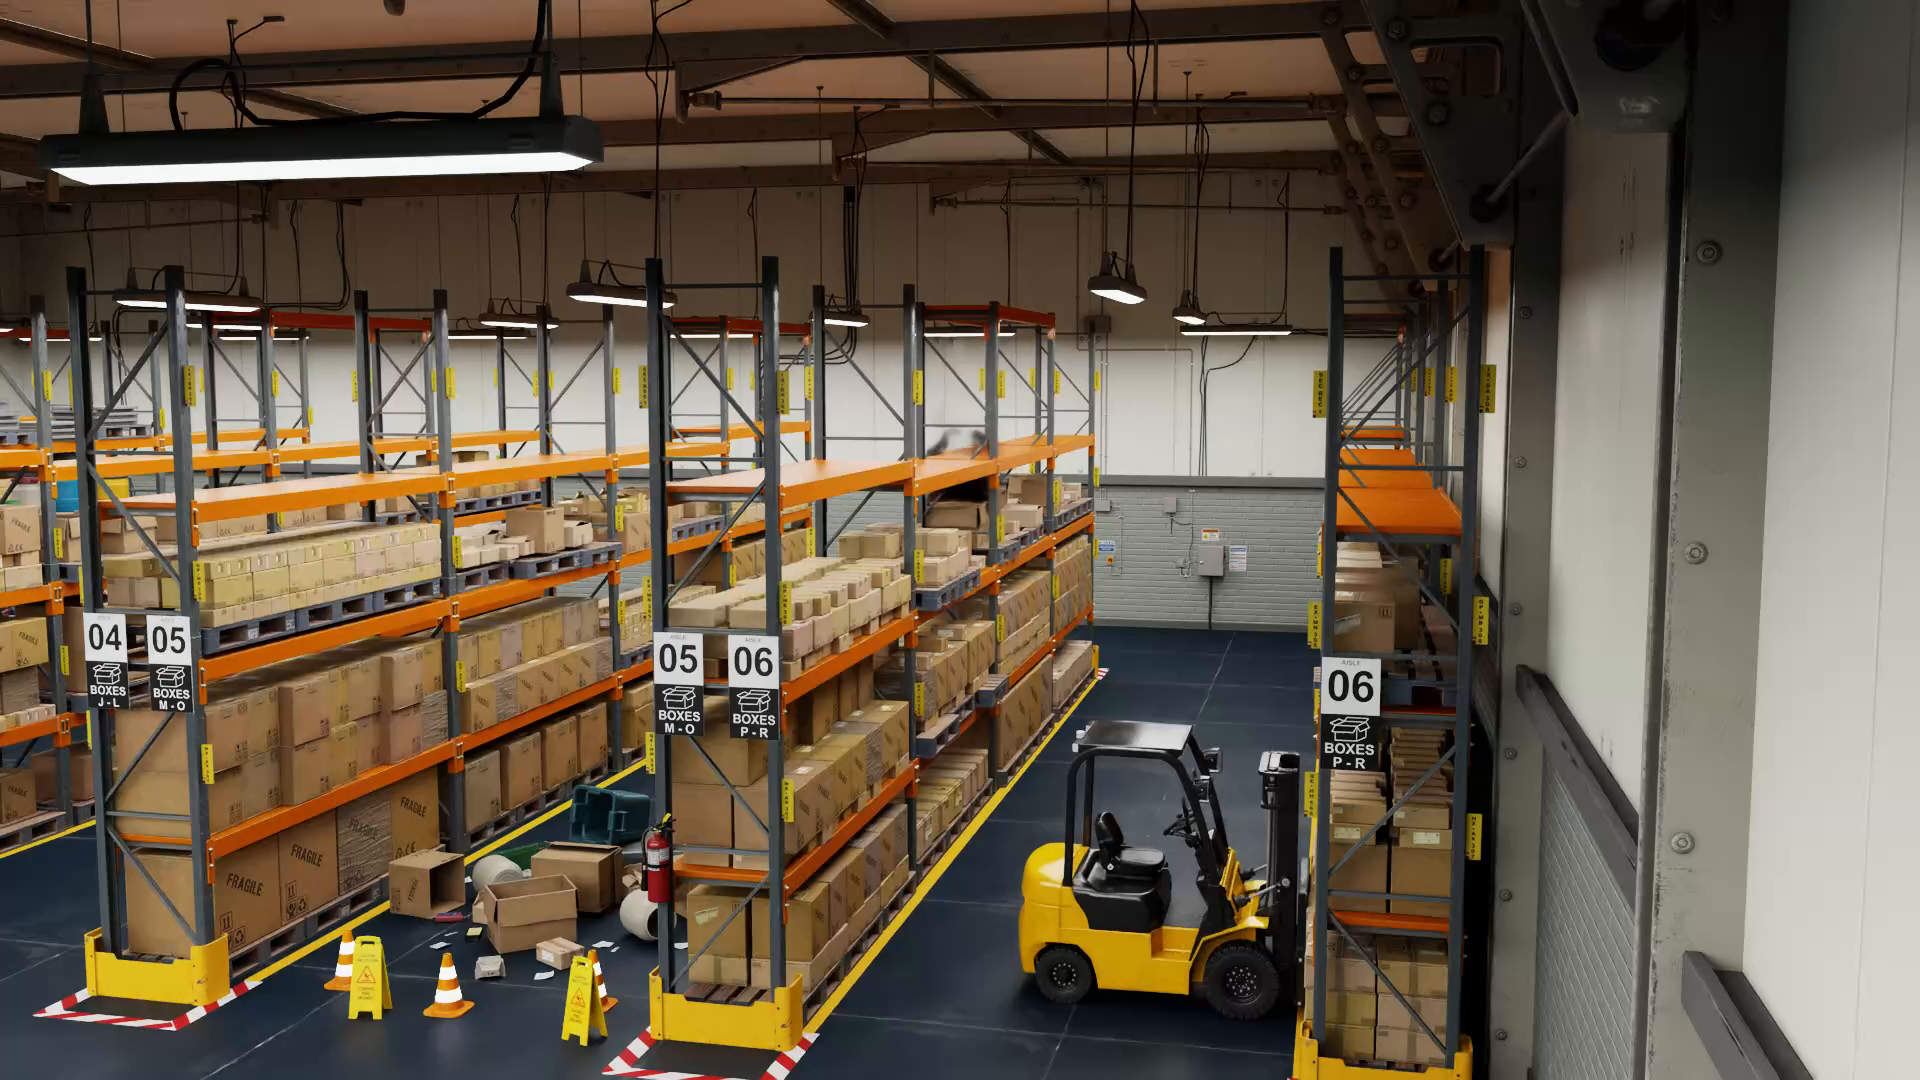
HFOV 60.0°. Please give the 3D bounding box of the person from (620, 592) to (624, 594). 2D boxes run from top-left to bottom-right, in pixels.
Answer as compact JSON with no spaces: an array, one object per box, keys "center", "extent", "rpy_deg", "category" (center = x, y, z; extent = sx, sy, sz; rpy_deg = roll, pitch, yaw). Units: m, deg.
[{"center":[-5.375,1.657,26.865],"extent":[0.615,1.647,0.828],"rpy_deg":[2,6,16],"category":"person"}]
